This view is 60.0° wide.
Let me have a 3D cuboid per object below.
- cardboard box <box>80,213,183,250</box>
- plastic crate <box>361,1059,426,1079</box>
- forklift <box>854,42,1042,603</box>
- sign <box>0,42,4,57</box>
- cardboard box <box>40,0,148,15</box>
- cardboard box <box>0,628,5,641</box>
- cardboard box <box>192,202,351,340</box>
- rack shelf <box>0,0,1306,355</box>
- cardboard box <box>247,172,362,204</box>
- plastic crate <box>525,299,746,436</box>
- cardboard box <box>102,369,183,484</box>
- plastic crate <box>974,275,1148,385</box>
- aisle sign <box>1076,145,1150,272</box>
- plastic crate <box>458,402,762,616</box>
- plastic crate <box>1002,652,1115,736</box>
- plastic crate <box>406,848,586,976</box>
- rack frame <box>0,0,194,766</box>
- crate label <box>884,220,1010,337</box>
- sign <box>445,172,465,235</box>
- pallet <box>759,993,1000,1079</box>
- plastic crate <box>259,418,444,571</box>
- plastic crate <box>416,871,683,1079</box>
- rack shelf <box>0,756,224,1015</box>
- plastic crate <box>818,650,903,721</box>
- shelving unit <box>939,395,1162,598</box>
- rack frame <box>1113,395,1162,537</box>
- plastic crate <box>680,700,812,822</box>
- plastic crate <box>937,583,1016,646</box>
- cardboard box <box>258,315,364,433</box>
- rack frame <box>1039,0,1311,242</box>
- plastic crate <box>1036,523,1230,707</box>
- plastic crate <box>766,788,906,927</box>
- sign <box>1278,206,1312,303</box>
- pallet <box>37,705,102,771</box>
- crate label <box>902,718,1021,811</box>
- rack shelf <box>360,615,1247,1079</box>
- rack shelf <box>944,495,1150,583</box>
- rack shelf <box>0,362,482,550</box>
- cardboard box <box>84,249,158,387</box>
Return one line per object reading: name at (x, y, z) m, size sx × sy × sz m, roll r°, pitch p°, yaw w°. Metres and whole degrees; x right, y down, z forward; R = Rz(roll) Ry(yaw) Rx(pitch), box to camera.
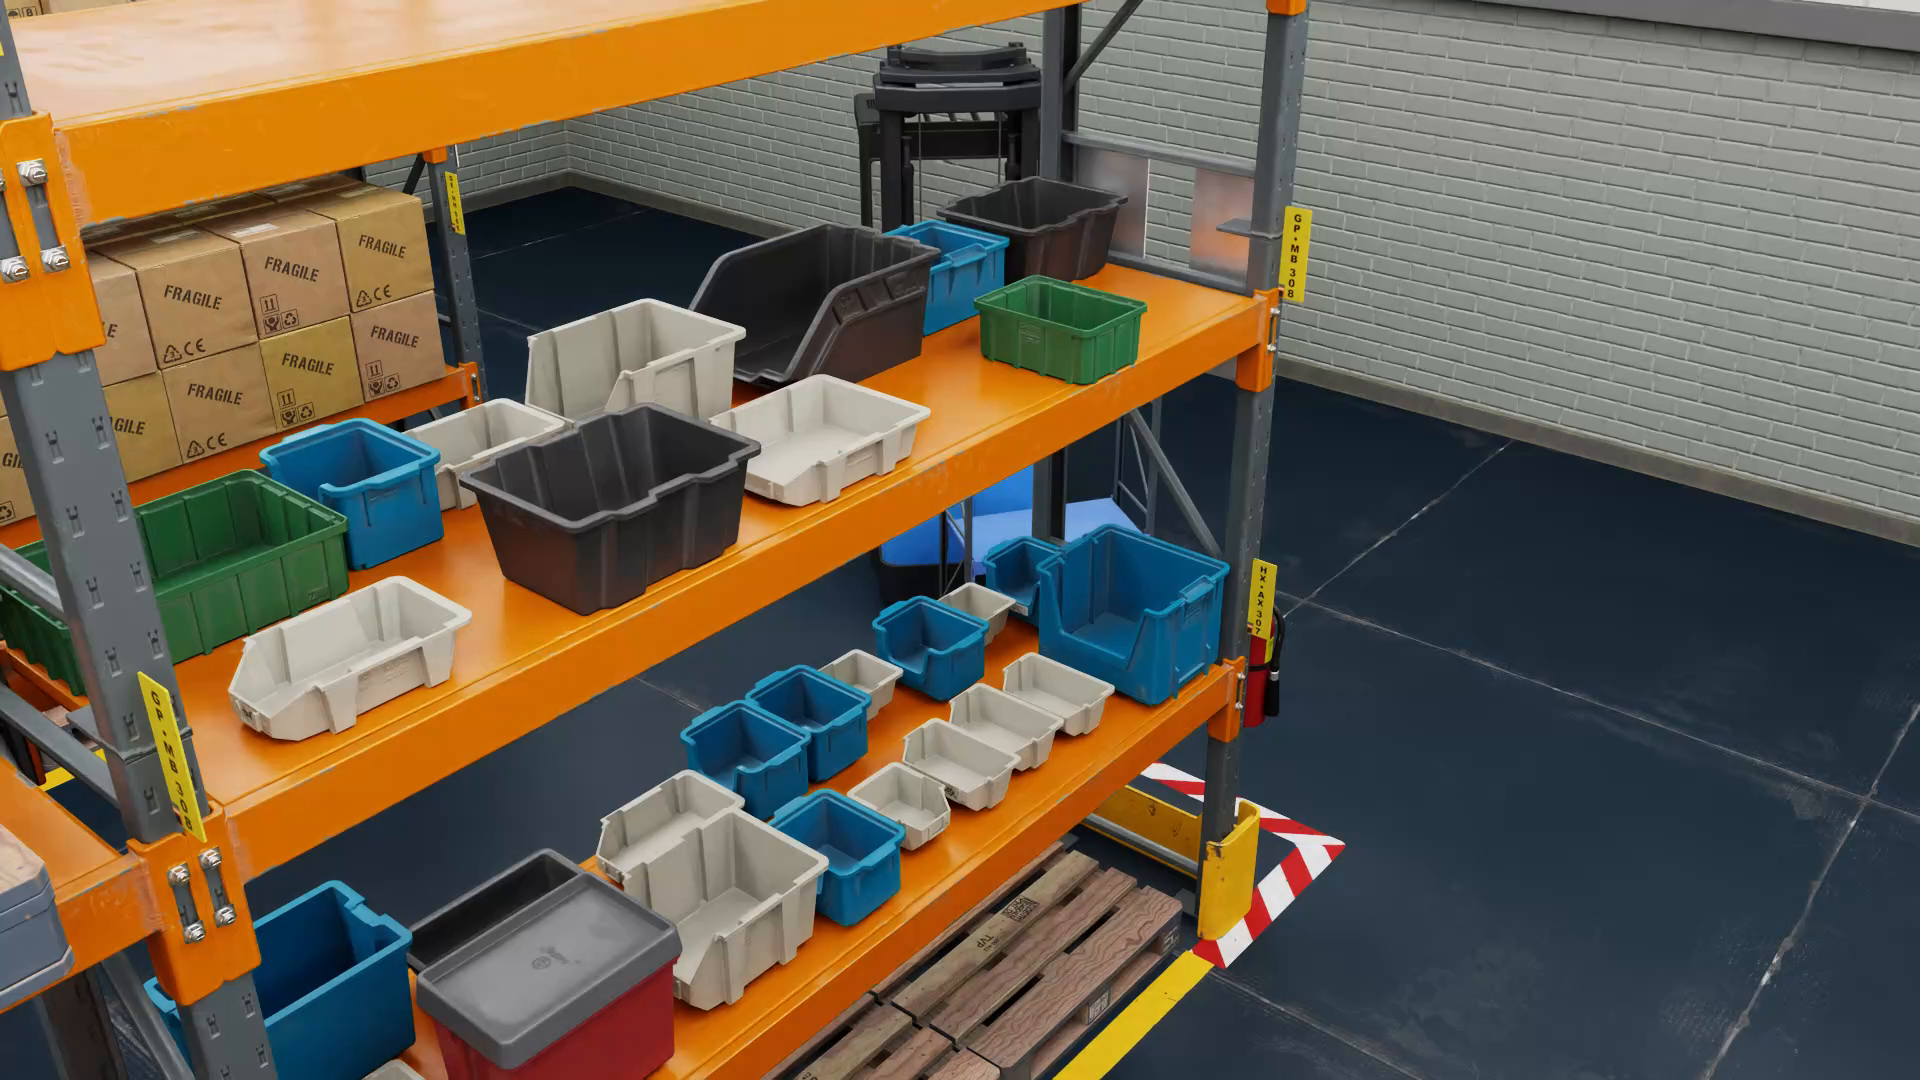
cardboard box at (-4.234, -1.348, 8.394) m, size 0.500 × 0.500 × 0.500 m, roll 21°, pitch 34°, yaw 35°
plastic crate at (-1.418, 1.531, 4.247) m, size 0.396 × 0.136 × 0.243 m, roll 21°, pitch 34°, yaw 34°
forklift at (-0.057, -1.589, 10.131) m, size 1.130 × 2.935 × 3.031 m, roll -2°, pitch 27°, yaw -5°
sign at (-1.401, -0.846, 2.320) m, size 0.100 × 0.325 × 0.005 m, roll 21°, pitch 34°, yaw 34°
cardboard box at (-4.033, -2.576, 7.504) m, size 0.700 × 0.500 × 0.500 m, roll 21°, pitch 34°, yaw 34°
cardboard box at (-5.024, 0.563, 8.345) m, size 0.500 × 0.311 × 0.500 m, roll 21°, pitch 34°, yaw 34°
cardboard box at (-3.492, -1.374, 8.445) m, size 0.500 × 0.500 × 0.500 m, roll 22°, pitch 34°, yaw 36°
rack shelf at (-0.552, -1.313, 4.212) m, size 1.077 × 0.370 × 4.000 m, roll 21°, pitch 34°, yaw 34°
cardboard box at (-3.586, -1.712, 9.097) m, size 0.500 × 0.500 × 0.500 m, roll 22°, pitch 35°, yaw 36°
plastic crate at (-0.928, -0.438, 4.697) m, size 0.437 × 0.282 × 0.530 m, roll 21°, pitch 34°, yaw 34°
cardboard box at (-4.144, -0.571, 7.979) m, size 0.500 × 0.500 × 0.500 m, roll 20°, pitch 34°, yaw 34°
plastic crate at (0.313, -0.659, 5.226) m, size 0.450 × 0.188 × 0.336 m, roll 21°, pitch 34°, yaw 34°
aisle sign at (0.536, -1.121, 6.324) m, size 0.394 × 0.787 × 0.004 m, roll 21°, pitch 34°, yaw 34°
plastic crate at (-0.823, -0.071, 4.000) m, size 0.497 × 0.269 × 0.590 m, roll 21°, pitch 34°, yaw 34°
plastic crate at (0.341, 0.578, 6.089) m, size 0.396 × 0.136 × 0.243 m, roll 21°, pitch 34°, yaw 34°
plastic crate at (-1.320, 1.184, 4.931) m, size 0.437 × 0.125 × 0.590 m, roll 21°, pitch 34°, yaw 34°
rack frame at (-1.824, -1.101, 2.584) m, size 1.000 × 3.000 × 0.127 m, roll 21°, pitch 34°, yaw 34°
crate label at (-0.116, -0.888, 5.599) m, size 0.408 × 0.251 × 0.502 m, roll 21°, pitch 34°, yaw 34°
sign at (-2.685, -1.789, 8.839) m, size 0.100 × 0.325 × 0.005 m, roll 21°, pitch 34°, yaw 34°
pallet at (-0.611, 2.096, 5.969) m, size 1.003 × 0.211 × 1.213 m, roll 21°, pitch 34°, yaw 34°
plastic crate at (-1.492, -0.110, 4.116) m, size 0.416 × 0.233 × 0.300 m, roll 21°, pitch 34°, yaw 34°
plastic crate at (-1.063, 1.266, 4.404) m, size 0.402 × 0.464 × 0.583 m, roll 21°, pitch 34°, yaw 34°
rack shelf at (-3.097, 1.260, 2.068) m, size 1.077 × 0.370 × 4.000 m, roll 21°, pitch 34°, yaw 34°
plastic crate at (-0.391, 0.557, 6.129) m, size 0.250 × 0.136 × 0.298 m, roll 21°, pitch 34°, yaw 34°
shelving unit at (0.461, -0.150, 8.906) m, size 1.048 × 1.500 × 0.538 m, roll -8°, pitch 29°, yaw -15°
rack frame at (0.946, -0.220, 9.041) m, size 0.032 × 1.500 × 0.500 m, roll -8°, pitch 29°, yaw -15°
plastic crate at (-0.720, 0.758, 5.637) m, size 0.416 × 0.233 × 0.300 m, roll 21°, pitch 34°, yaw 34°
plastic crate at (0.041, 0.317, 6.594) m, size 0.250 × 0.136 × 0.298 m, roll 21°, pitch 34°, yaw 34°
cardboard box at (-3.502, -0.924, 8.664) m, size 0.500 × 0.500 × 0.500 m, roll 21°, pitch 34°, yaw 35°
rack frame at (0.720, -2.519, 5.325) m, size 1.000 × 3.000 × 0.127 m, roll 21°, pitch 34°, yaw 34°
plastic crate at (0.651, 0.277, 6.347) m, size 0.616 × 0.435 × 0.499 m, roll 21°, pitch 34°, yaw 34°
plastic crate at (-0.389, 0.996, 5.176) m, size 0.416 × 0.233 × 0.300 m, roll 21°, pitch 34°, yaw 34°
sign at (1.155, -0.985, 5.739) m, size 0.100 × 0.325 × 0.005 m, roll 21°, pitch 34°, yaw 34°
pallet at (-4.431, 0.676, 8.714) m, size 1.003 × 0.211 × 1.213 m, roll 21°, pitch 34°, yaw 34°
crate label at (-0.013, 0.783, 5.694) m, size 0.396 × 0.136 × 0.243 m, roll 21°, pitch 34°, yaw 34°
rack shelf at (-0.552, 1.174, 5.498) m, size 1.077 × 0.370 × 4.000 m, roll 21°, pitch 34°, yaw 34°
rack shelf at (0.460, 0.010, 8.989) m, size 1.000 × 0.185 × 0.538 m, roll -8°, pitch 29°, yaw -15°
rack shelf at (-4.372, -0.275, 8.299) m, size 1.077 × 0.370 × 4.000 m, roll 21°, pitch 34°, yaw 34°
cardboard box at (-4.145, -1.007, 7.735) m, size 0.500 × 0.500 × 0.500 m, roll 22°, pitch 35°, yaw 36°
